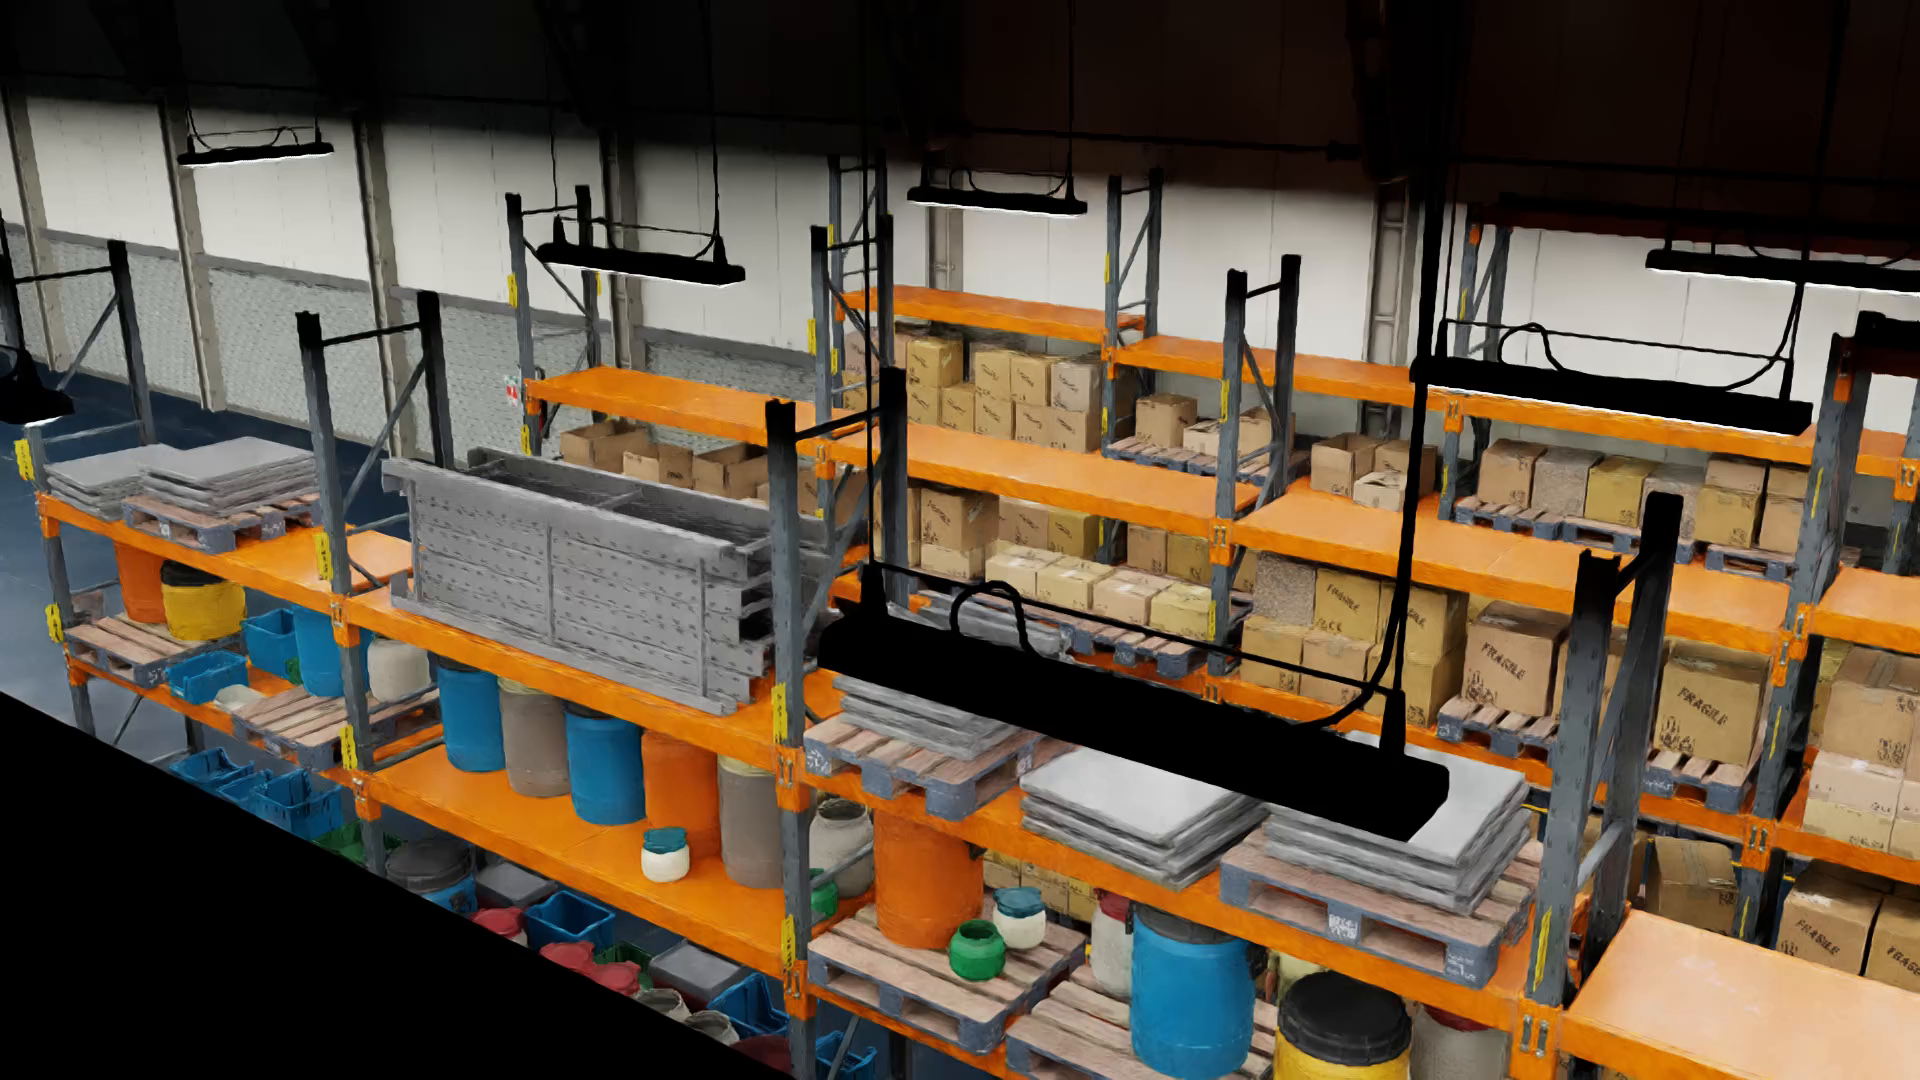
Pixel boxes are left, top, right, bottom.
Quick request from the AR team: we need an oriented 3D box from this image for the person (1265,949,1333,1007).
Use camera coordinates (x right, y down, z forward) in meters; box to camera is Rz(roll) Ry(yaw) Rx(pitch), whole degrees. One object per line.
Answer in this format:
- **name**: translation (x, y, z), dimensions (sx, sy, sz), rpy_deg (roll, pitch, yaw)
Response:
- **person**: translation (2.471, 3.452, 12.100), dimensions (0.557, 1.676, 0.389), rpy_deg (5, 19, 15)
